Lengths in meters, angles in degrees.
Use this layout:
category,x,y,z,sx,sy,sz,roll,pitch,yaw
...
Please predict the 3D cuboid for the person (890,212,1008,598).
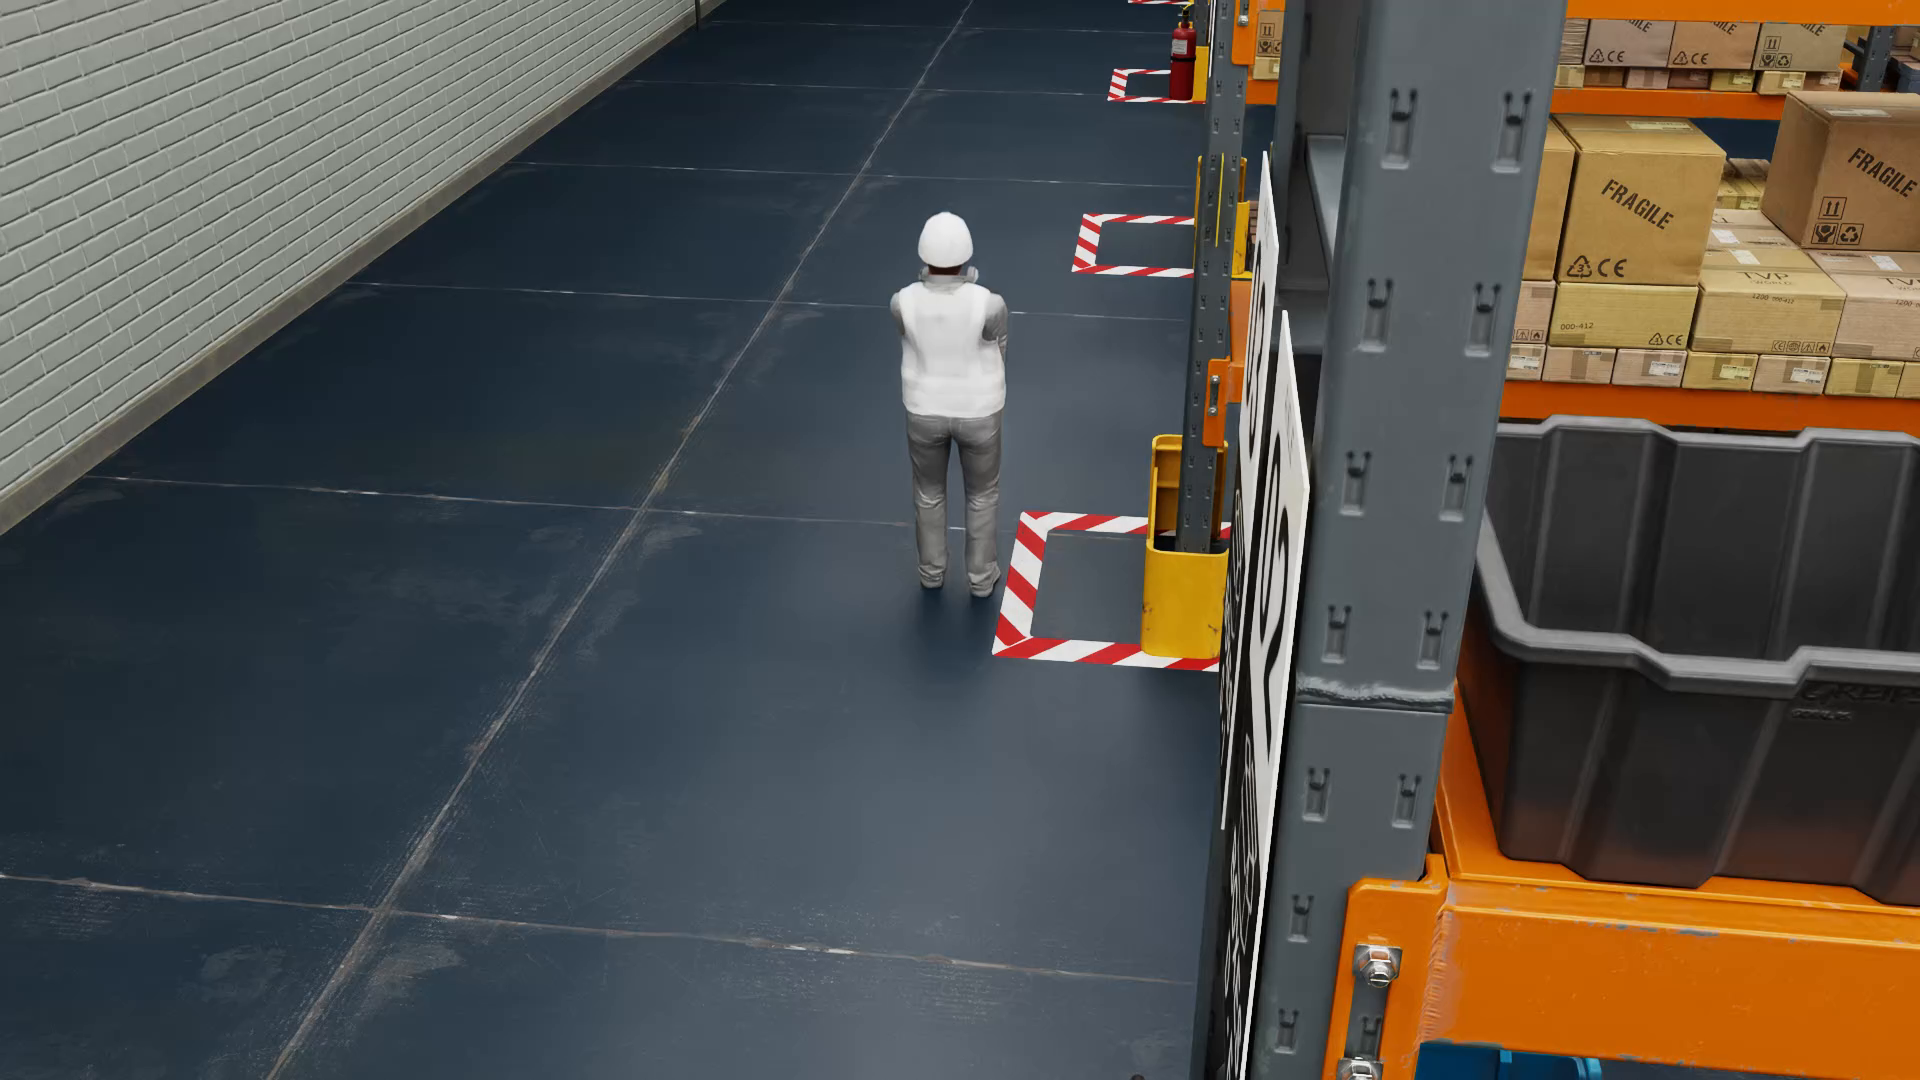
category,x,y,z,sx,sy,sz,roll,pitch,yaw
person,-0.033,-0.613,7.247,0.494,1.762,0.563,4,28,7
